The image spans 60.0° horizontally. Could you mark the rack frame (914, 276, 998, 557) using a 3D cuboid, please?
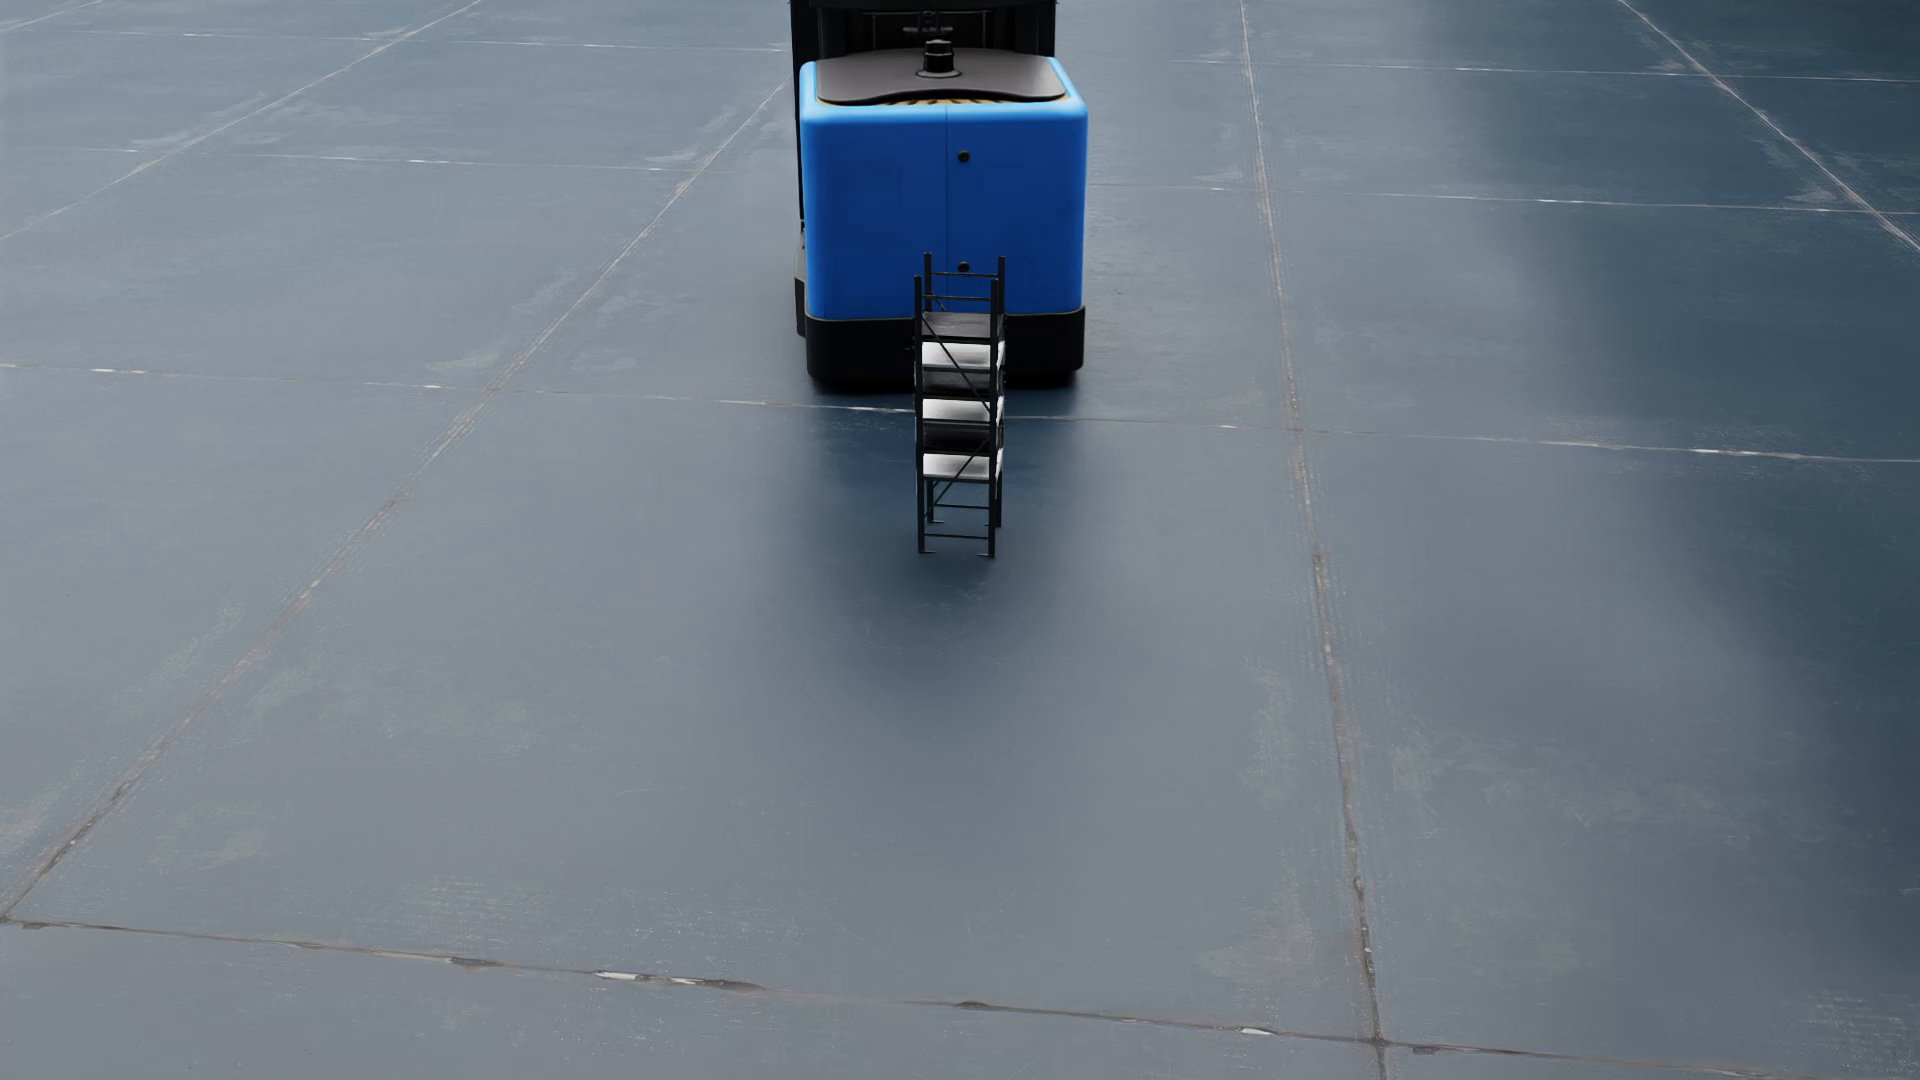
[{"bbox_3d":[-0.011,-0.352,4.955,0.240,0.900,0.006,3,28,6],"label":"rack frame"}]

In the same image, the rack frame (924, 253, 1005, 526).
[{"bbox_3d":[0.013,-0.448,5.132,0.240,0.900,0.006,3,28,6],"label":"rack frame"}]

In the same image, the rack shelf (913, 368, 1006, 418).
[{"bbox_3d":[0.001,-0.450,5.017,0.258,0.077,0.200,3,28,6],"label":"rack shelf"}]

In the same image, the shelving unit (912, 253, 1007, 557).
[{"bbox_3d":[0.001,-0.400,5.044,0.258,0.900,0.210,3,28,6],"label":"shelving unit"}]

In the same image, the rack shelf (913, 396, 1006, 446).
[{"bbox_3d":[0.001,-0.371,5.059,0.258,0.077,0.200,3,28,6],"label":"rack shelf"}]

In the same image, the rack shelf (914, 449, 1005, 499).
[{"bbox_3d":[0.001,-0.212,5.145,0.258,0.077,0.200,3,28,6],"label":"rack shelf"}]

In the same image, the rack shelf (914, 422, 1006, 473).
[{"bbox_3d":[0.001,-0.291,5.102,0.258,0.077,0.200,3,28,6],"label":"rack shelf"}]

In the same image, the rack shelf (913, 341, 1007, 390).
[{"bbox_3d":[0.001,-0.529,4.974,0.258,0.077,0.200,3,28,6],"label":"rack shelf"}]

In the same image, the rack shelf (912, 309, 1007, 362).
[{"bbox_3d":[0.001,-0.608,4.931,0.258,0.077,0.200,3,28,6],"label":"rack shelf"}]

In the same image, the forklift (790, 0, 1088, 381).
[{"bbox_3d":[-0.173,-2.551,6.895,1.130,2.935,3.031,-2,28,-4],"label":"forklift"}]
